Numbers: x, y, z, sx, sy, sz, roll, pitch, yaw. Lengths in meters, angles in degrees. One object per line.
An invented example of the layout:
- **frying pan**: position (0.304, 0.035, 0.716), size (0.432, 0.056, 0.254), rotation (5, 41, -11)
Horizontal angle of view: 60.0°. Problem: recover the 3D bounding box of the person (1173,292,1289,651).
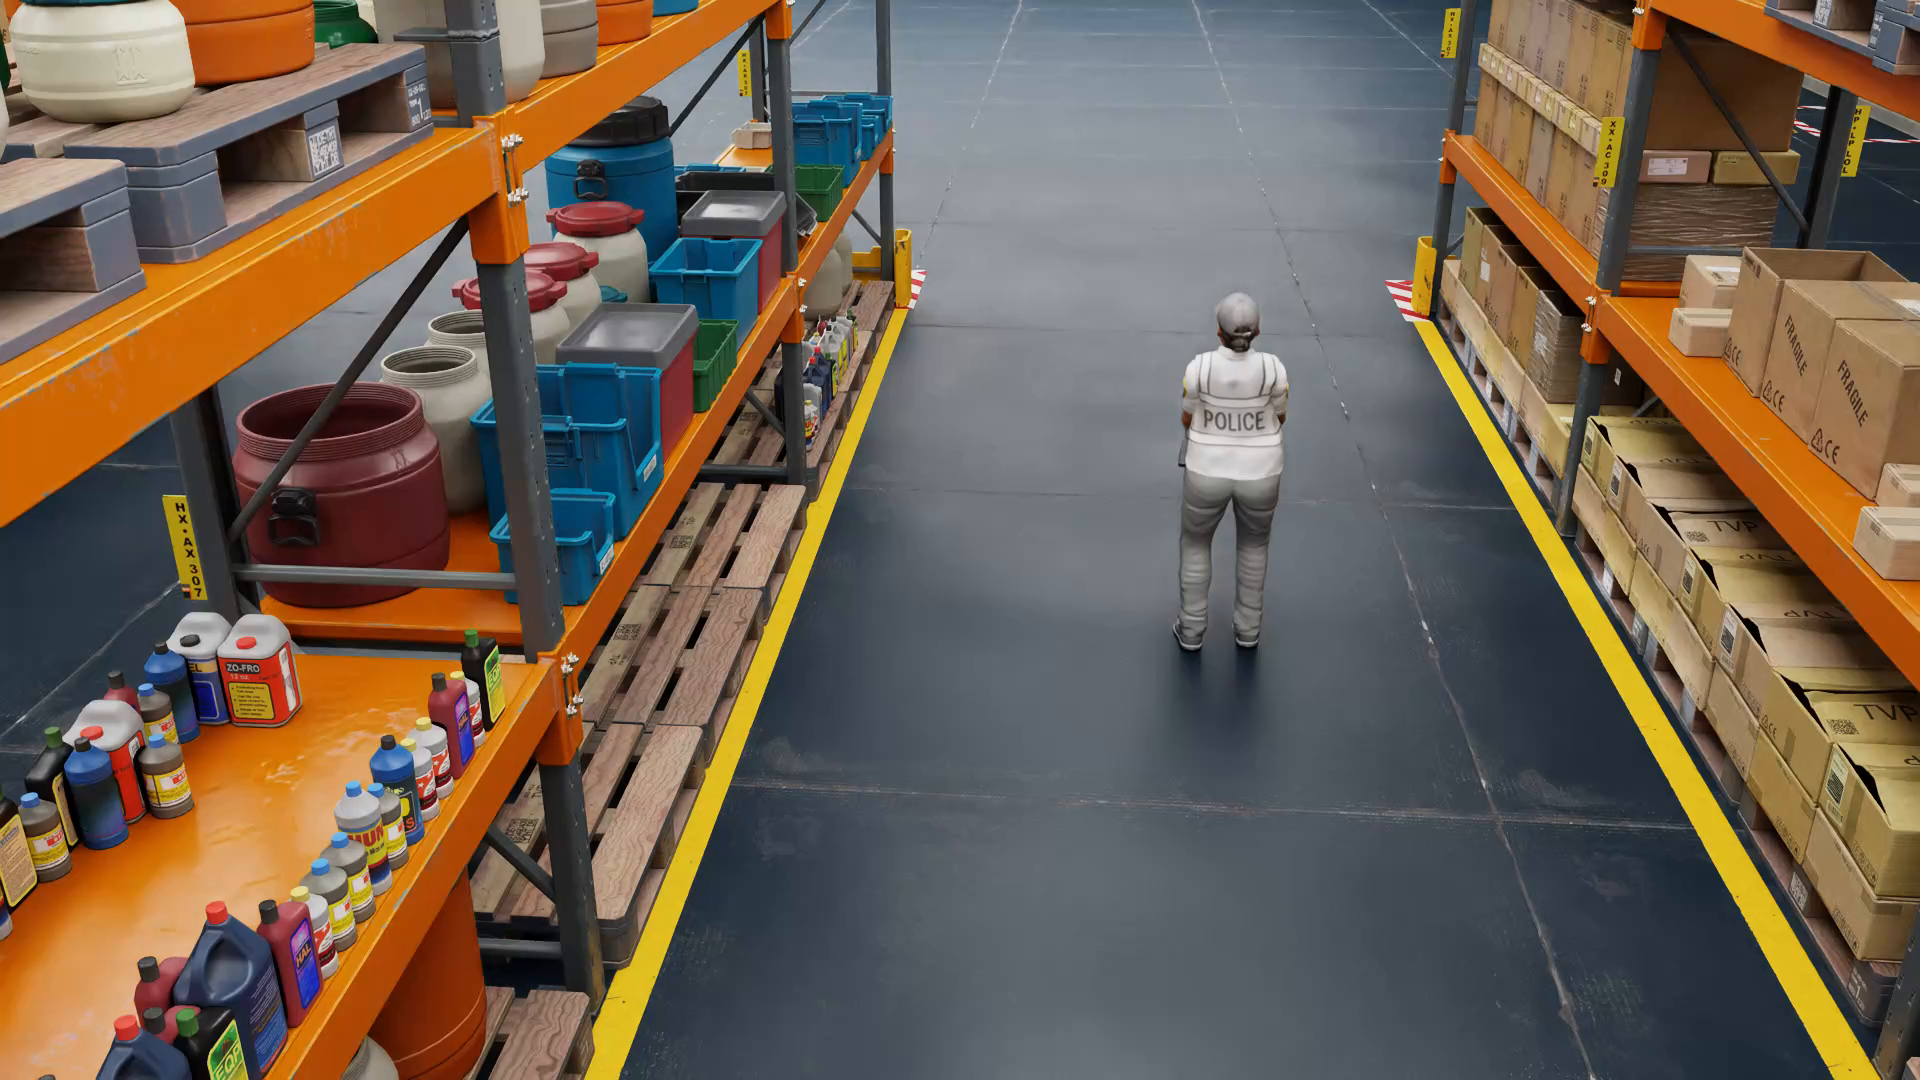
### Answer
- **person**: position (1.177, -0.312, 7.293), size (0.453, 1.653, 0.541), rotation (2, 25, 4)
